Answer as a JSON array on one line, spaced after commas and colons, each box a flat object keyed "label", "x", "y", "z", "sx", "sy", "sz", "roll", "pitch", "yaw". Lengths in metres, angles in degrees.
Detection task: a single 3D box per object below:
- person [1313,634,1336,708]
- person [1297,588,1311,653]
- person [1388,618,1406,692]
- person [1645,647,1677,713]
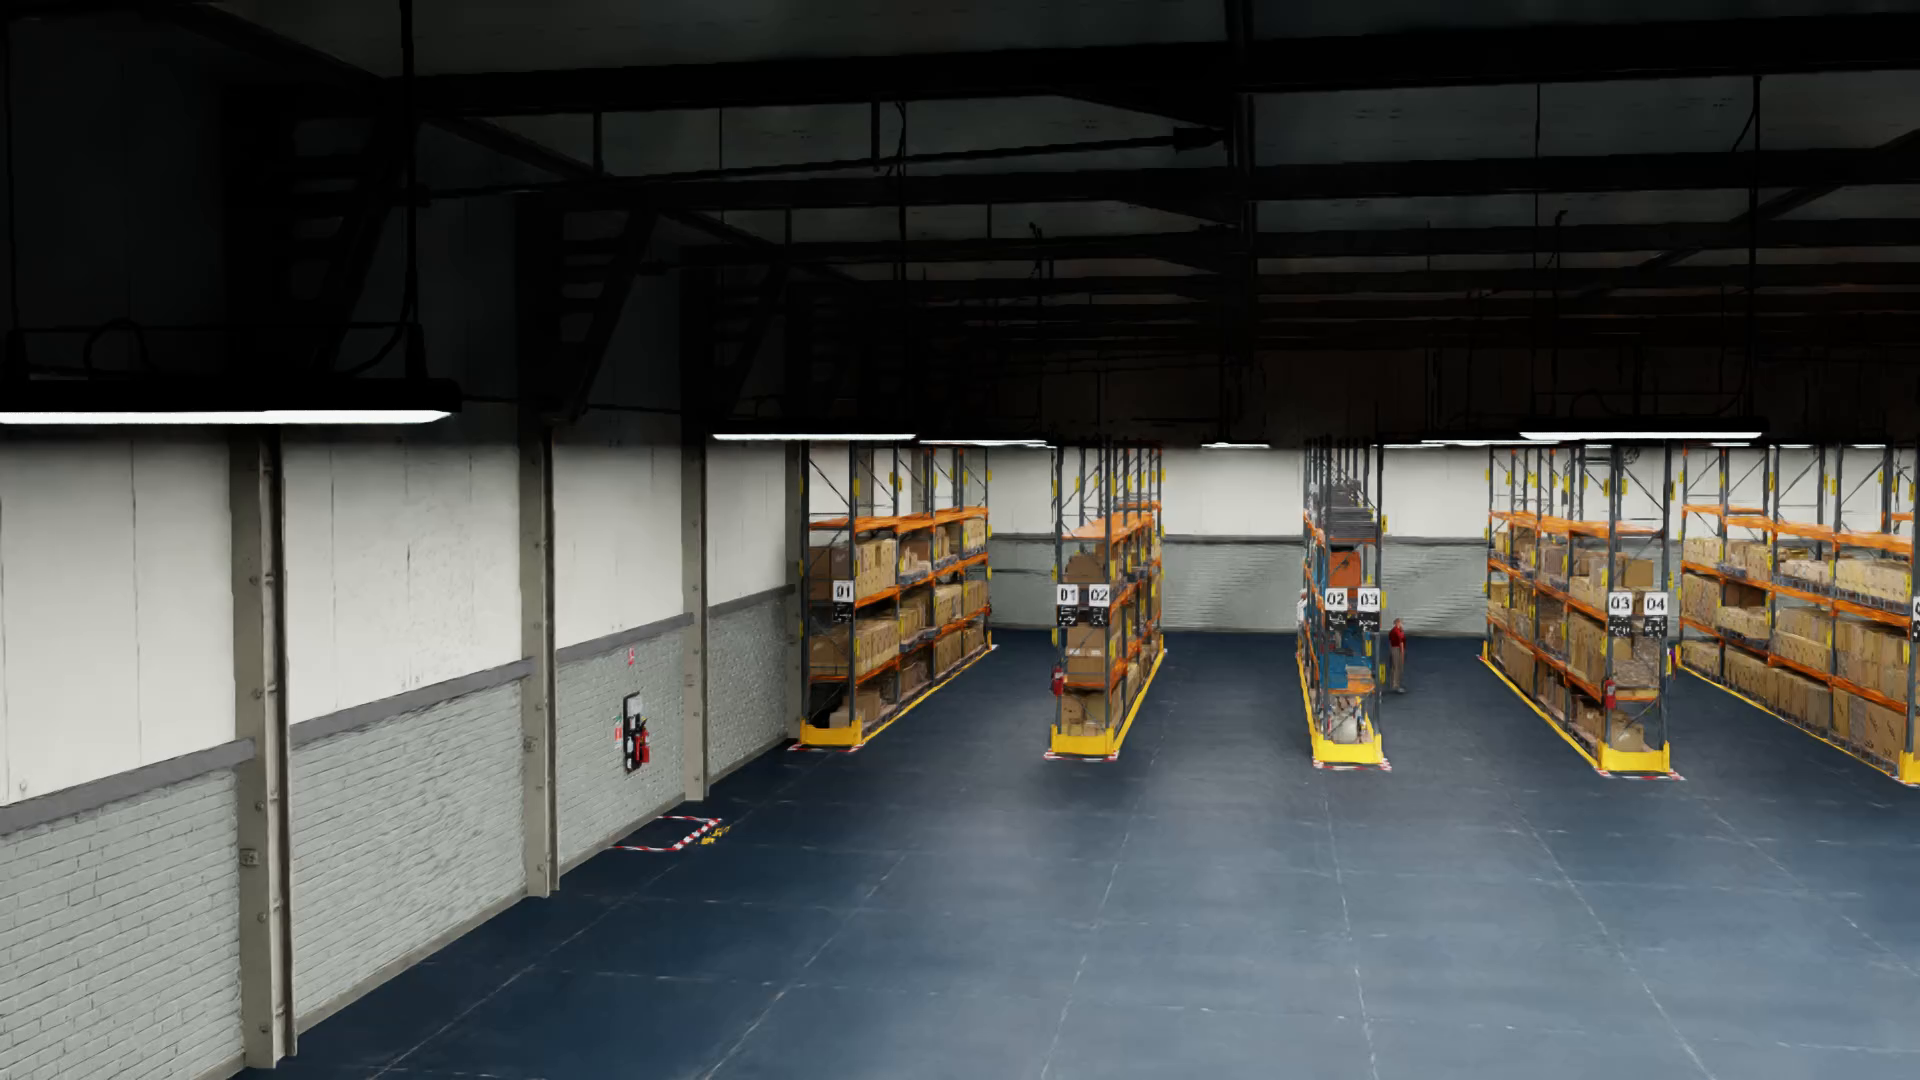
[{"label": "person", "x": 7.785, "y": 2.783, "z": 35.494, "sx": 0.523, "sy": 1.588, "sz": 0.603, "roll": 1, "pitch": 3, "yaw": 19}, {"label": "person", "x": 9.455, "y": 2.188, "z": 45.413, "sx": 0.429, "sy": 1.760, "sz": 0.596, "roll": -1, "pitch": 3, "yaw": -20}, {"label": "person", "x": 10.389, "y": 2.708, "z": 39.440, "sx": 0.407, "sy": 1.733, "sz": 0.648, "roll": -1, "pitch": 3, "yaw": -11}, {"label": "person", "x": 15.162, "y": 2.923, "z": 36.056, "sx": 0.719, "sy": 1.714, "sz": 0.571, "roll": 0, "pitch": 3, "yaw": 8}]
